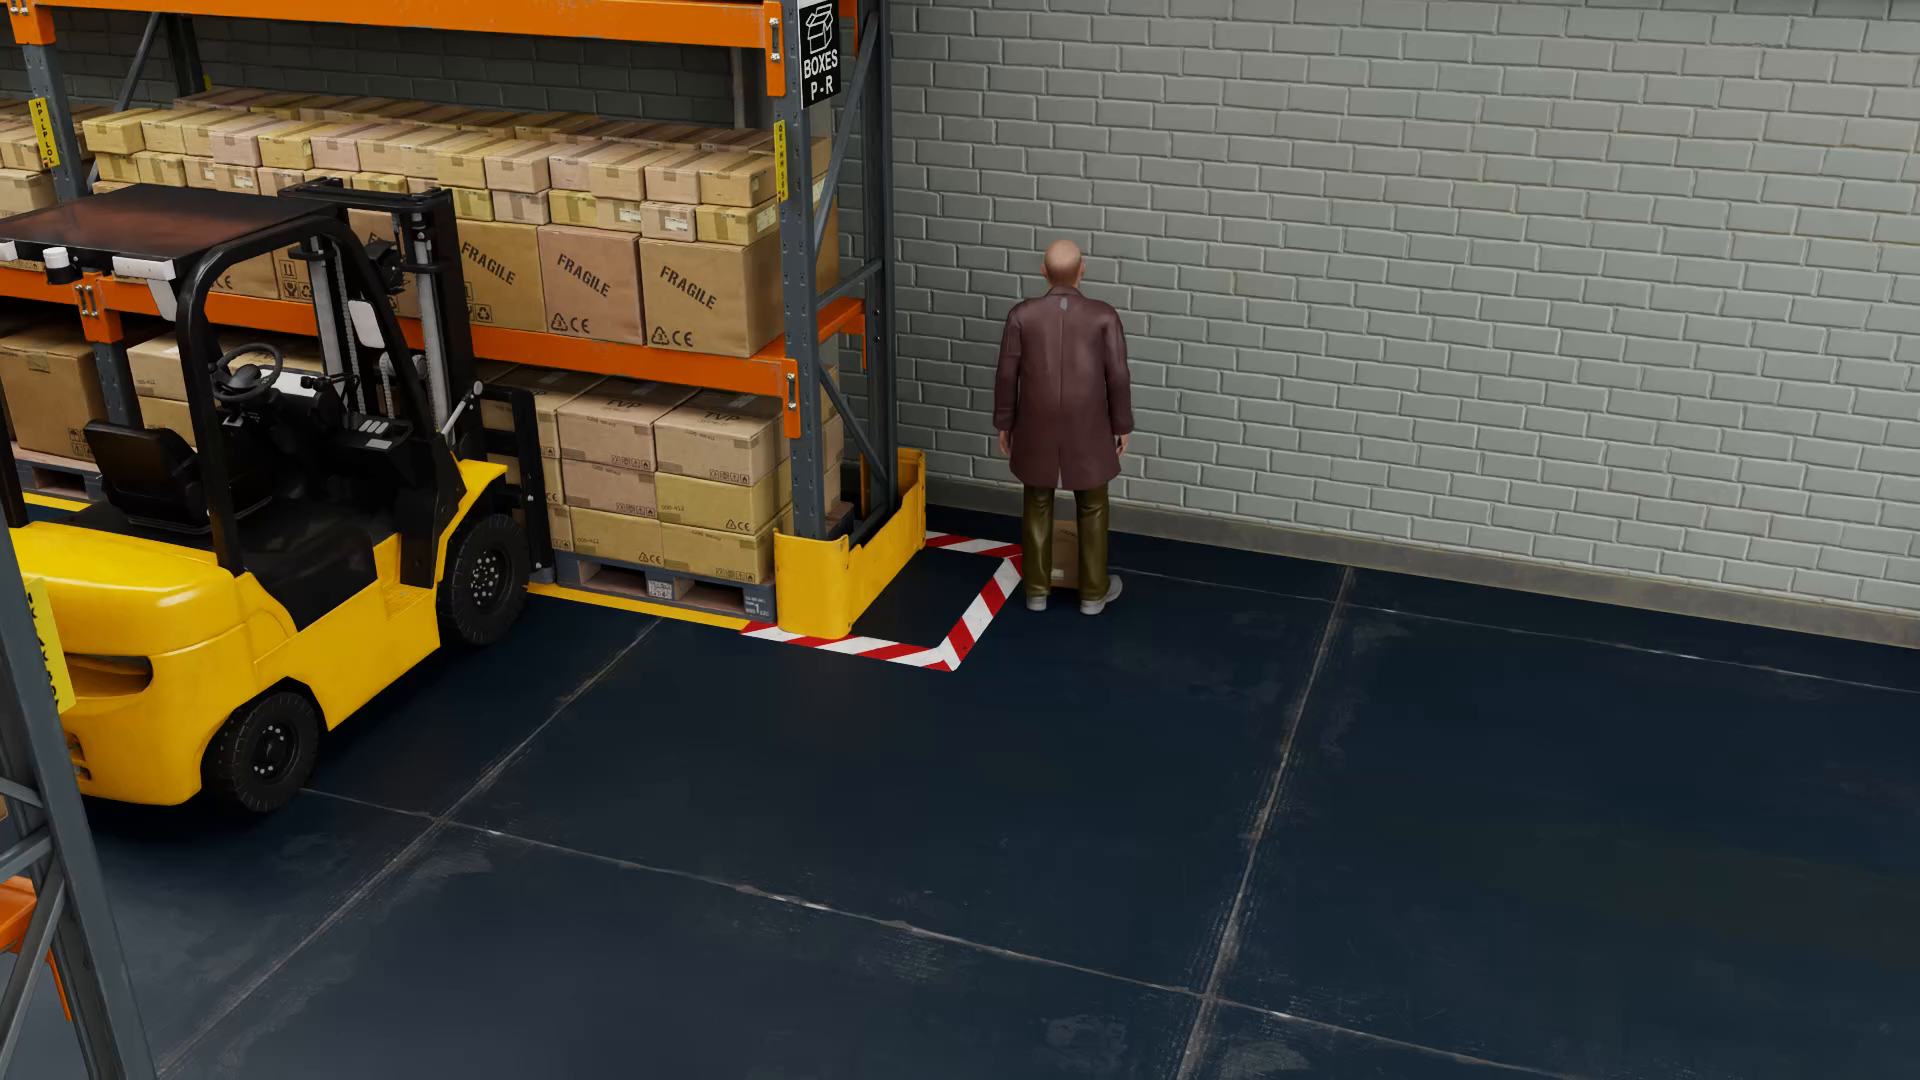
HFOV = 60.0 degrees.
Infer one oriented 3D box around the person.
[{"bbox_3d":[0.475,-0.512,7.706,0.652,1.773,0.429,4,26,8],"label":"person"}]
